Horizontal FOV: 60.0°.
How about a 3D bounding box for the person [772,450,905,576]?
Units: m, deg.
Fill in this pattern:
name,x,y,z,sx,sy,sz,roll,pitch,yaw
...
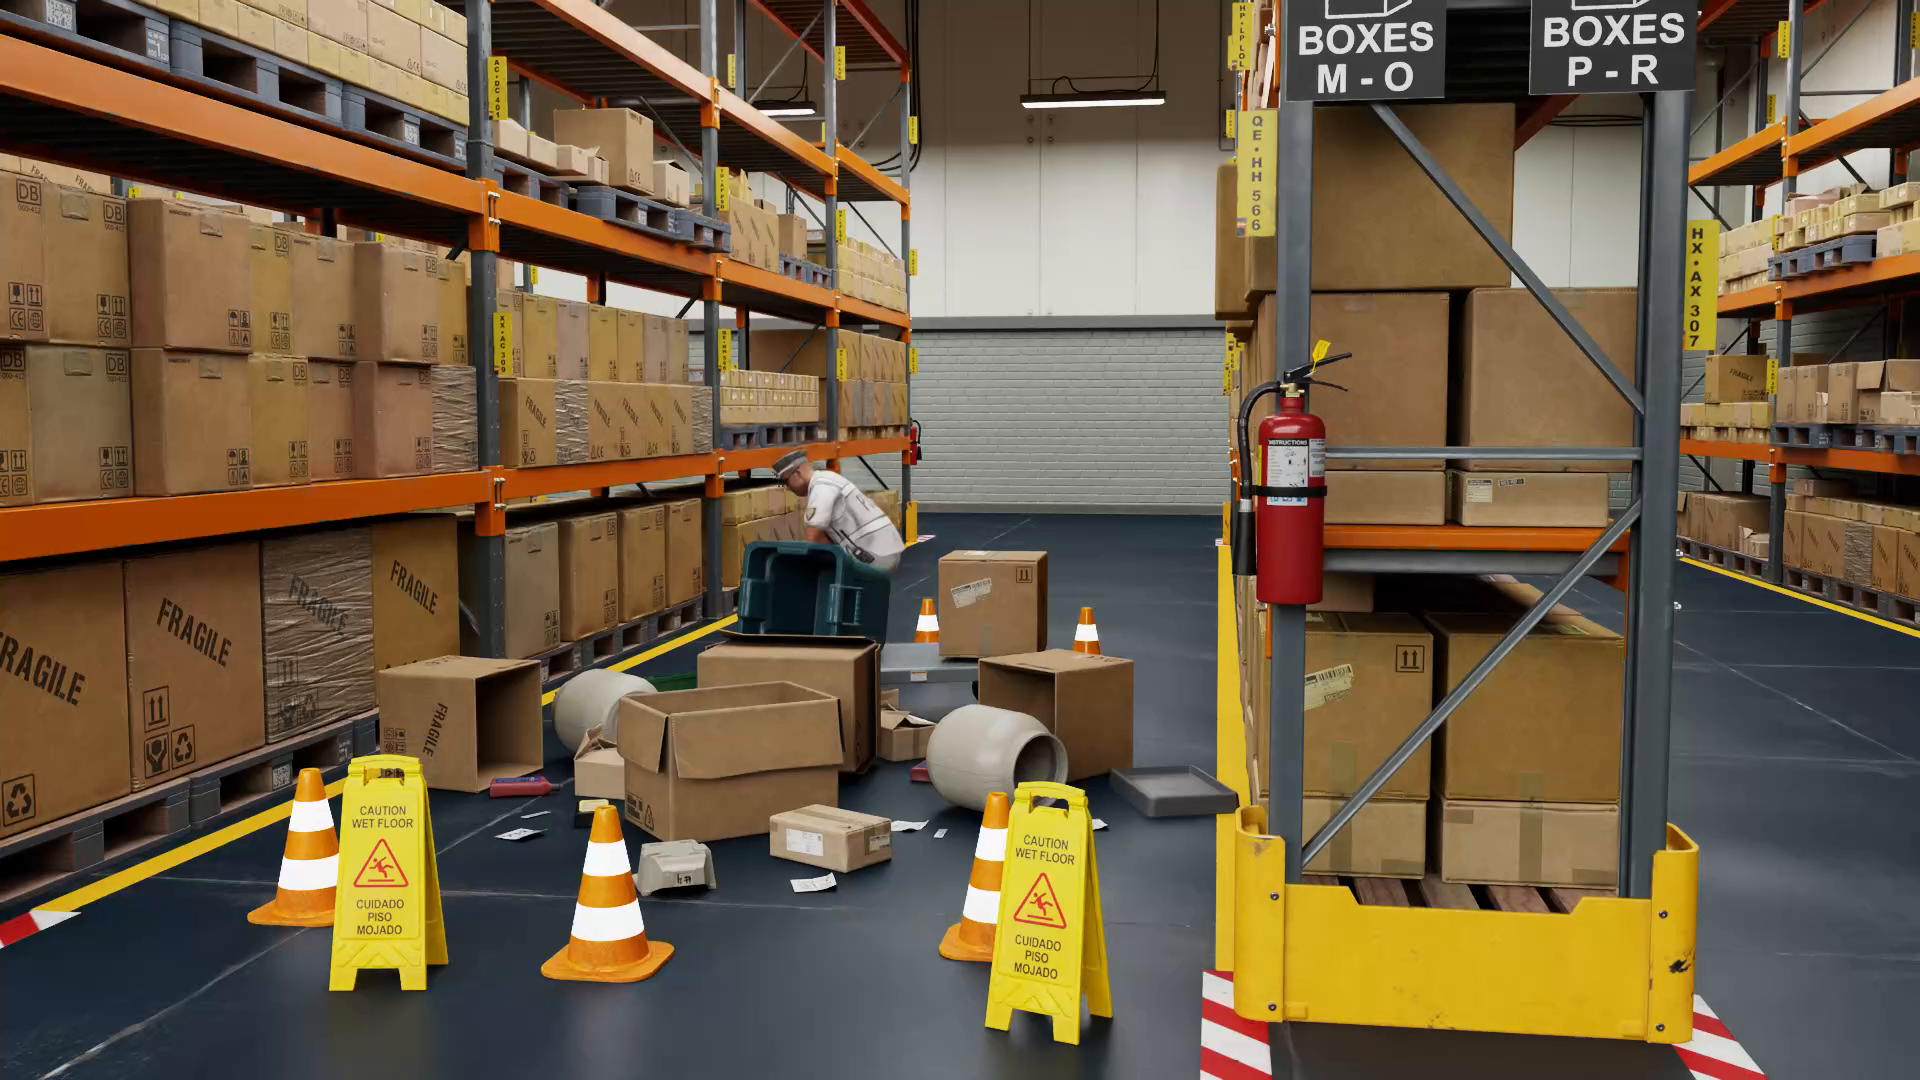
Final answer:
name,x,y,z,sx,sy,sz,roll,pitch,yaw
person,-0.772,0.125,10.417,0.824,1.383,0.590,1,4,9
